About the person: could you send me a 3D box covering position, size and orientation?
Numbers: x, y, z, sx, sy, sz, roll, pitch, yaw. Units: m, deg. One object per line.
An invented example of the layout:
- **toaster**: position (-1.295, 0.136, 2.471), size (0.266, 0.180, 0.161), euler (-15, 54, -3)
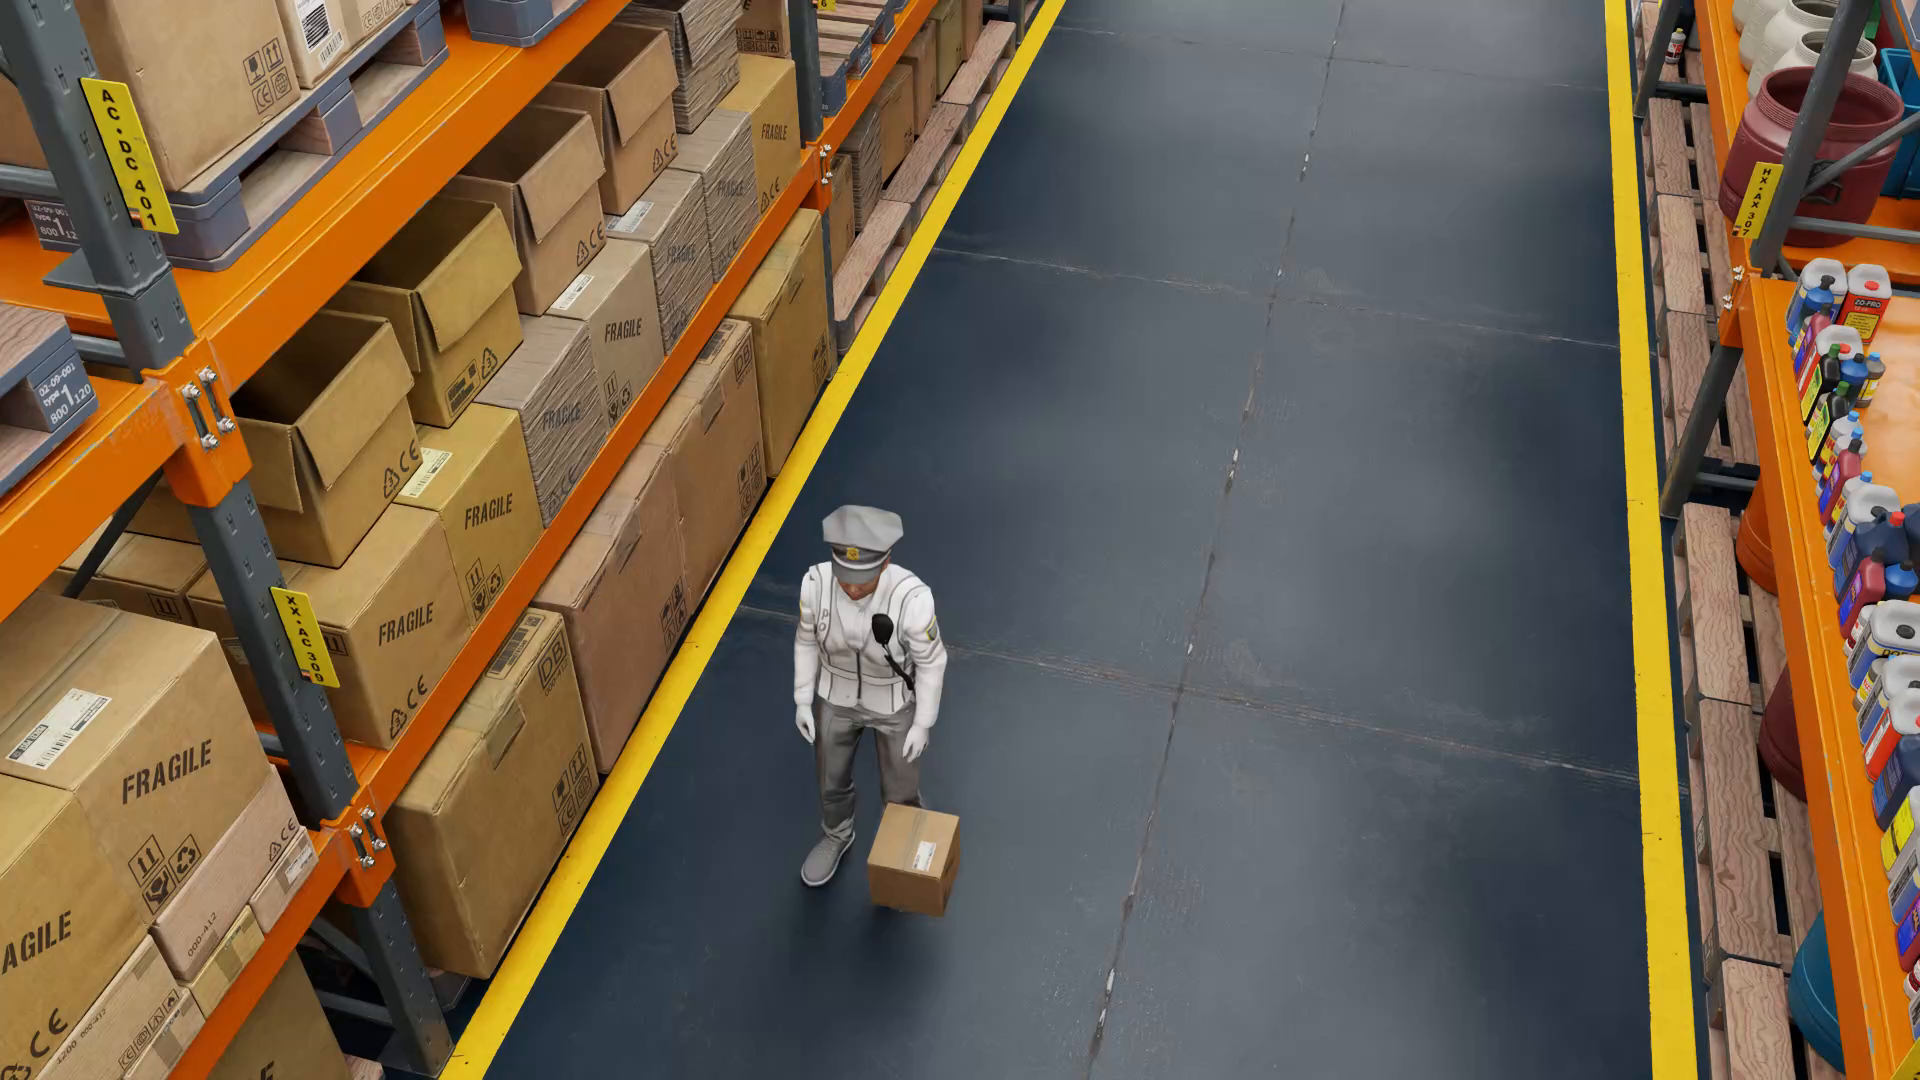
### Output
- **person**: position (-0.301, 0.546, 5.529), size (0.510, 1.669, 0.358), euler (10, 42, 11)
